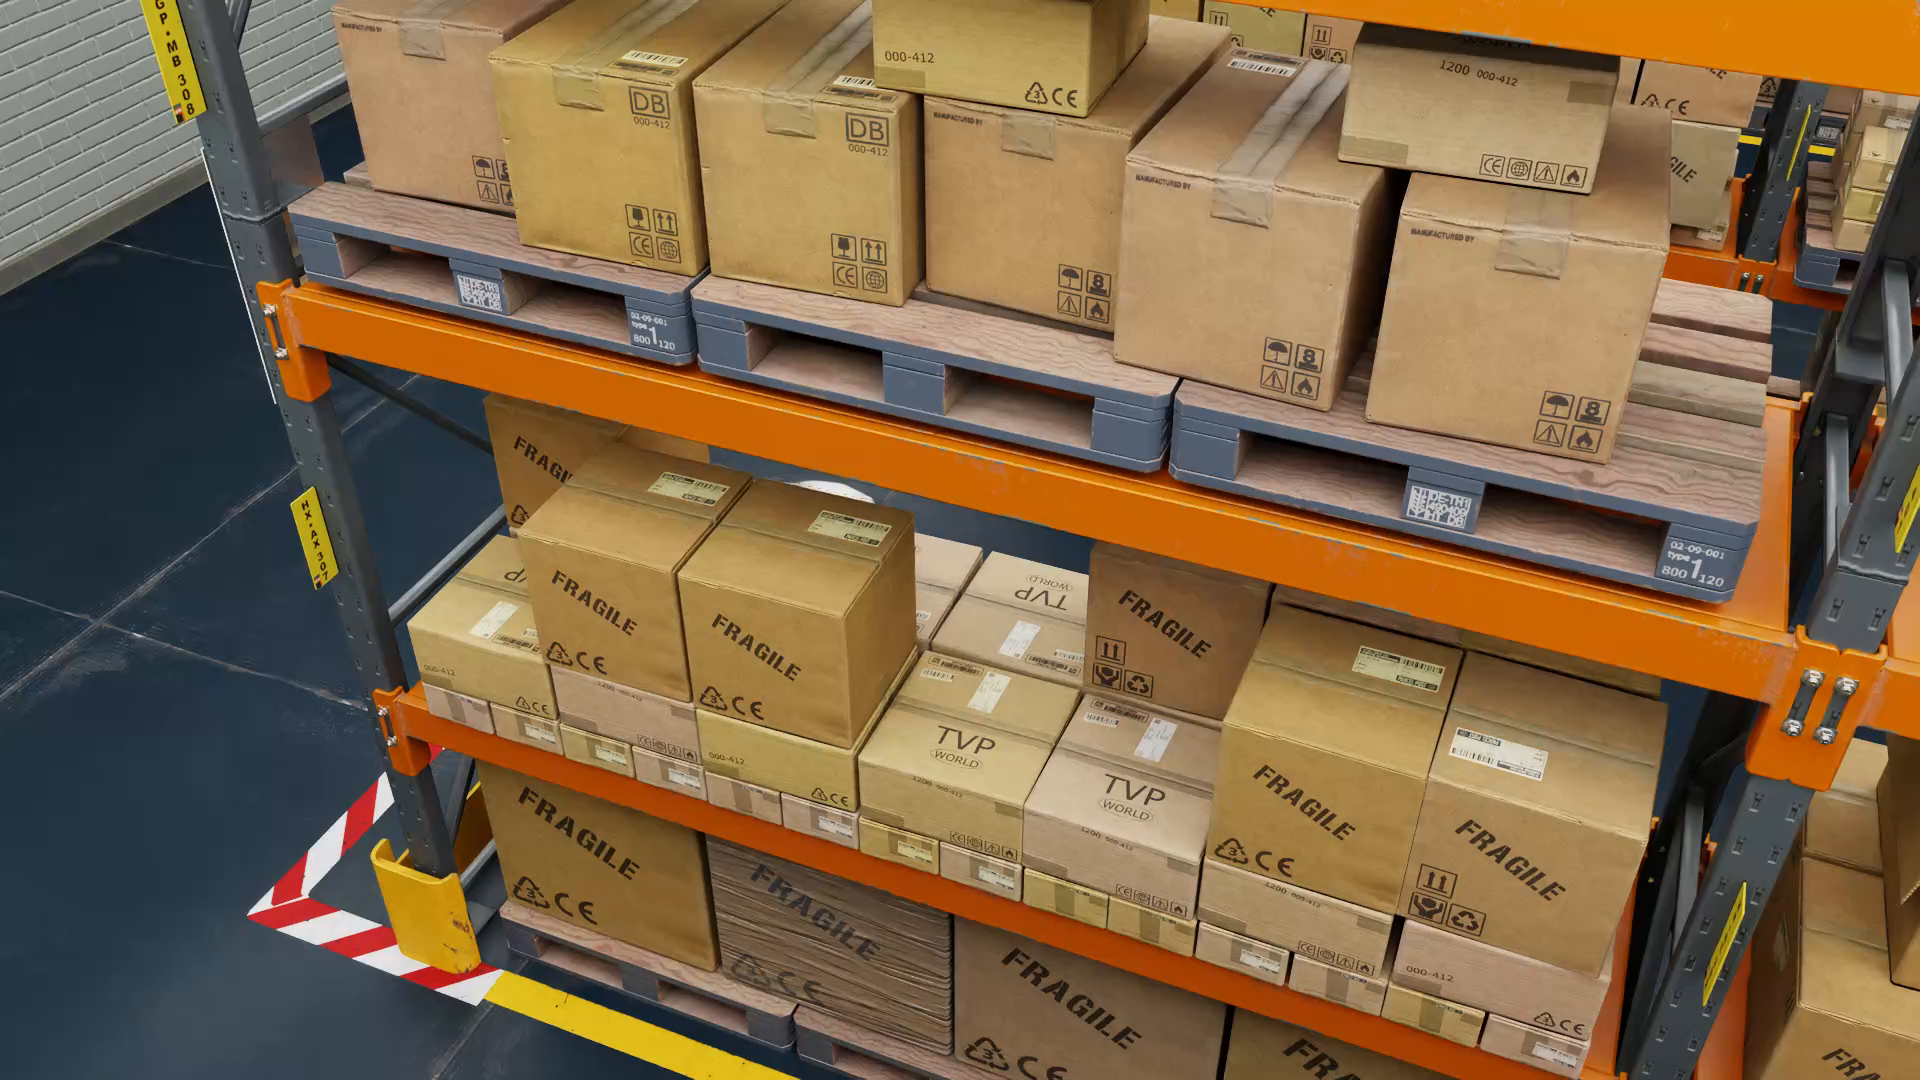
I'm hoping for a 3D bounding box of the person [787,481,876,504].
[{"bbox_3d":[-0.758,0.158,7.324,0.947,0.943,0.591,12,39,15],"label":"person"}]
